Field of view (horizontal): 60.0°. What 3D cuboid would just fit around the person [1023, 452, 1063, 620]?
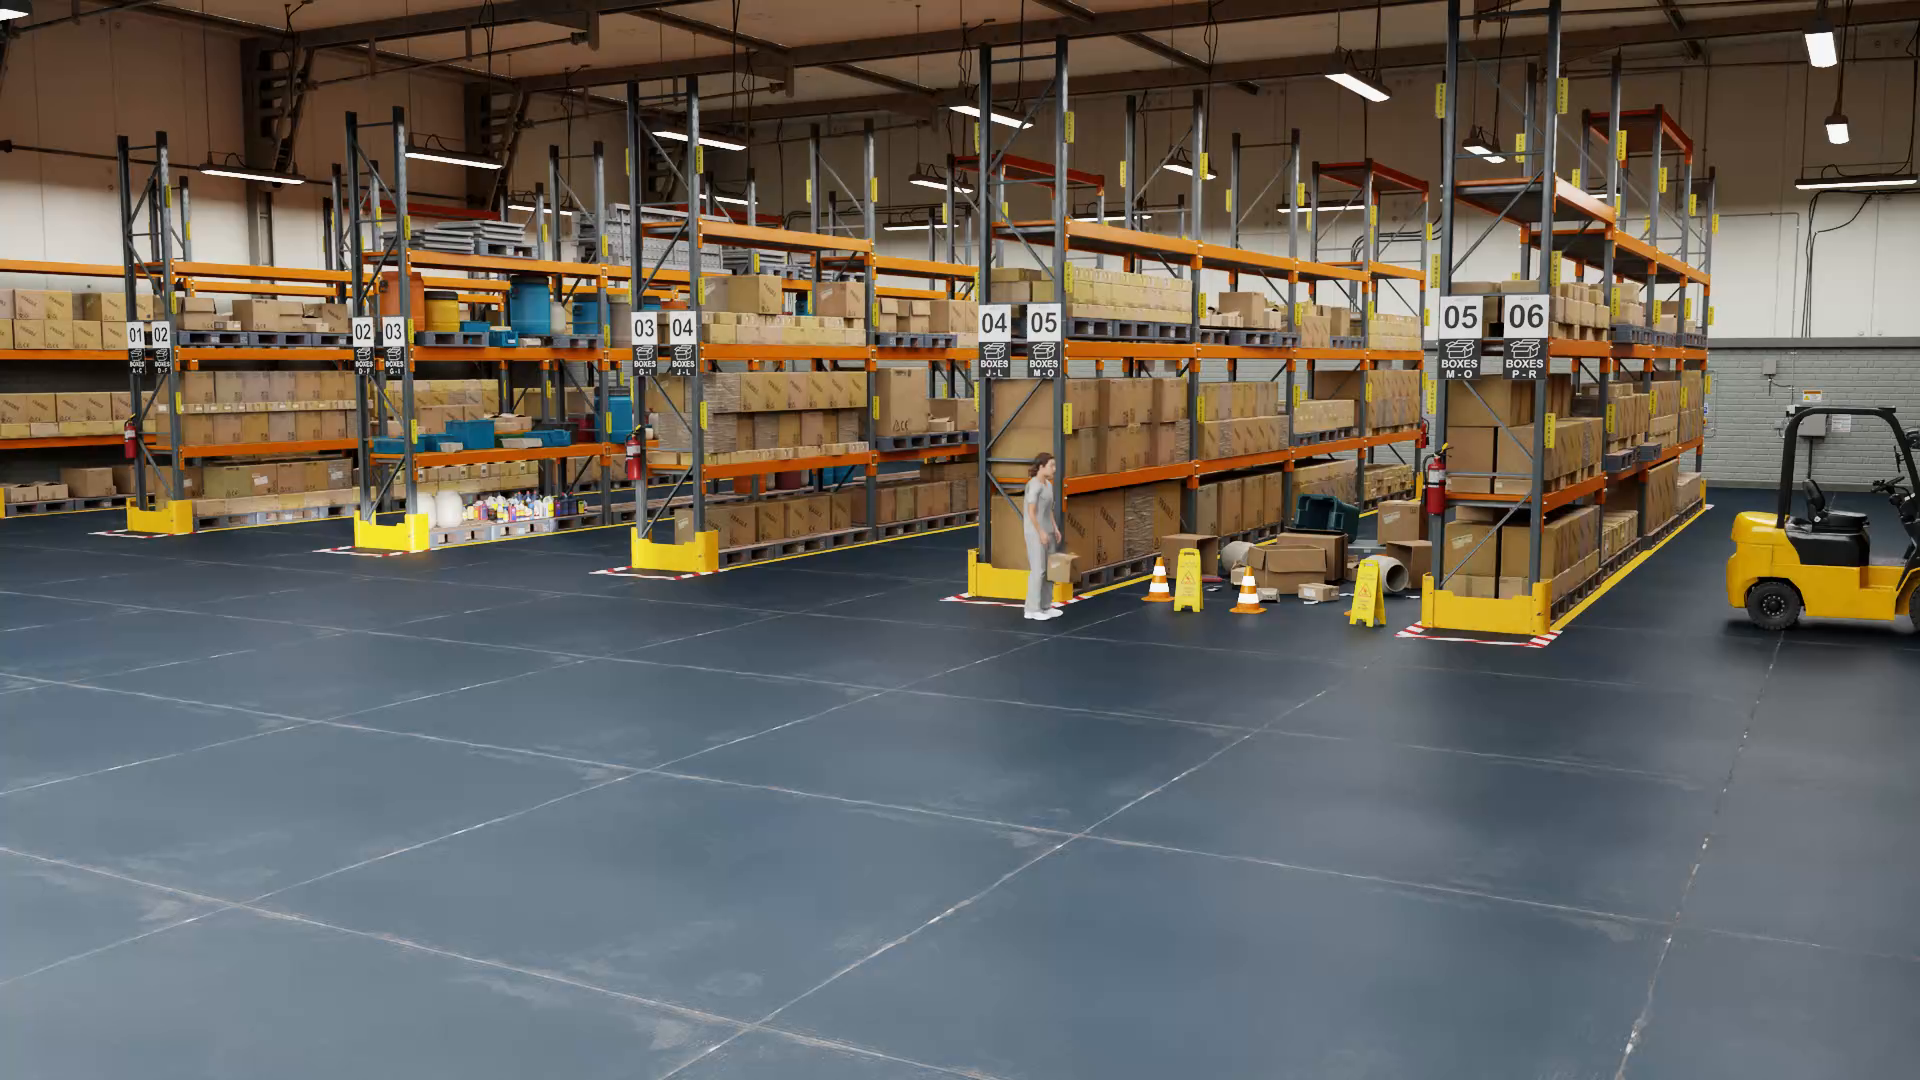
[{"bbox_3d":[0.829,-0.049,16.785,0.358,1.675,0.480,3,7,27],"label":"person"}]
